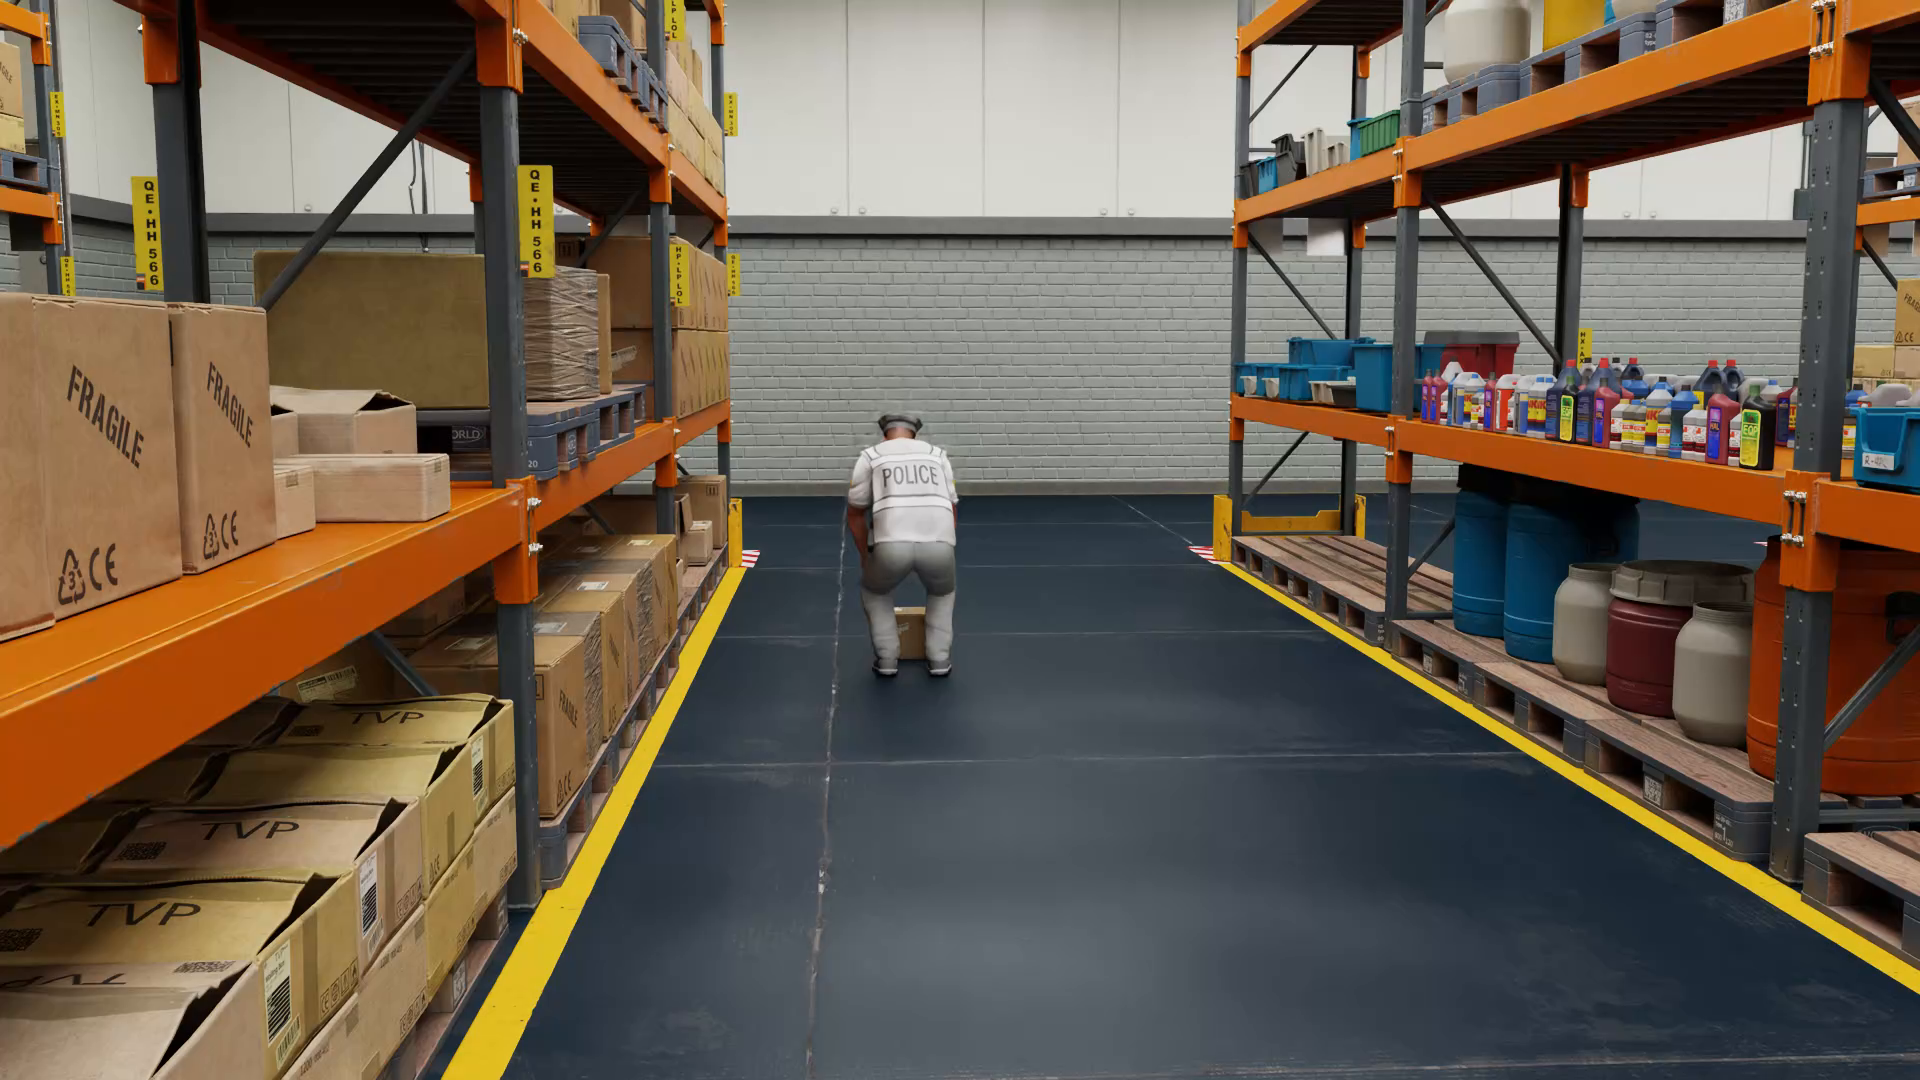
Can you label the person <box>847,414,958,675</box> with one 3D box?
[{"bbox_3d":[-0.298,0.021,8.759,0.589,1.351,0.841,0,7,-4],"label":"person"}]
